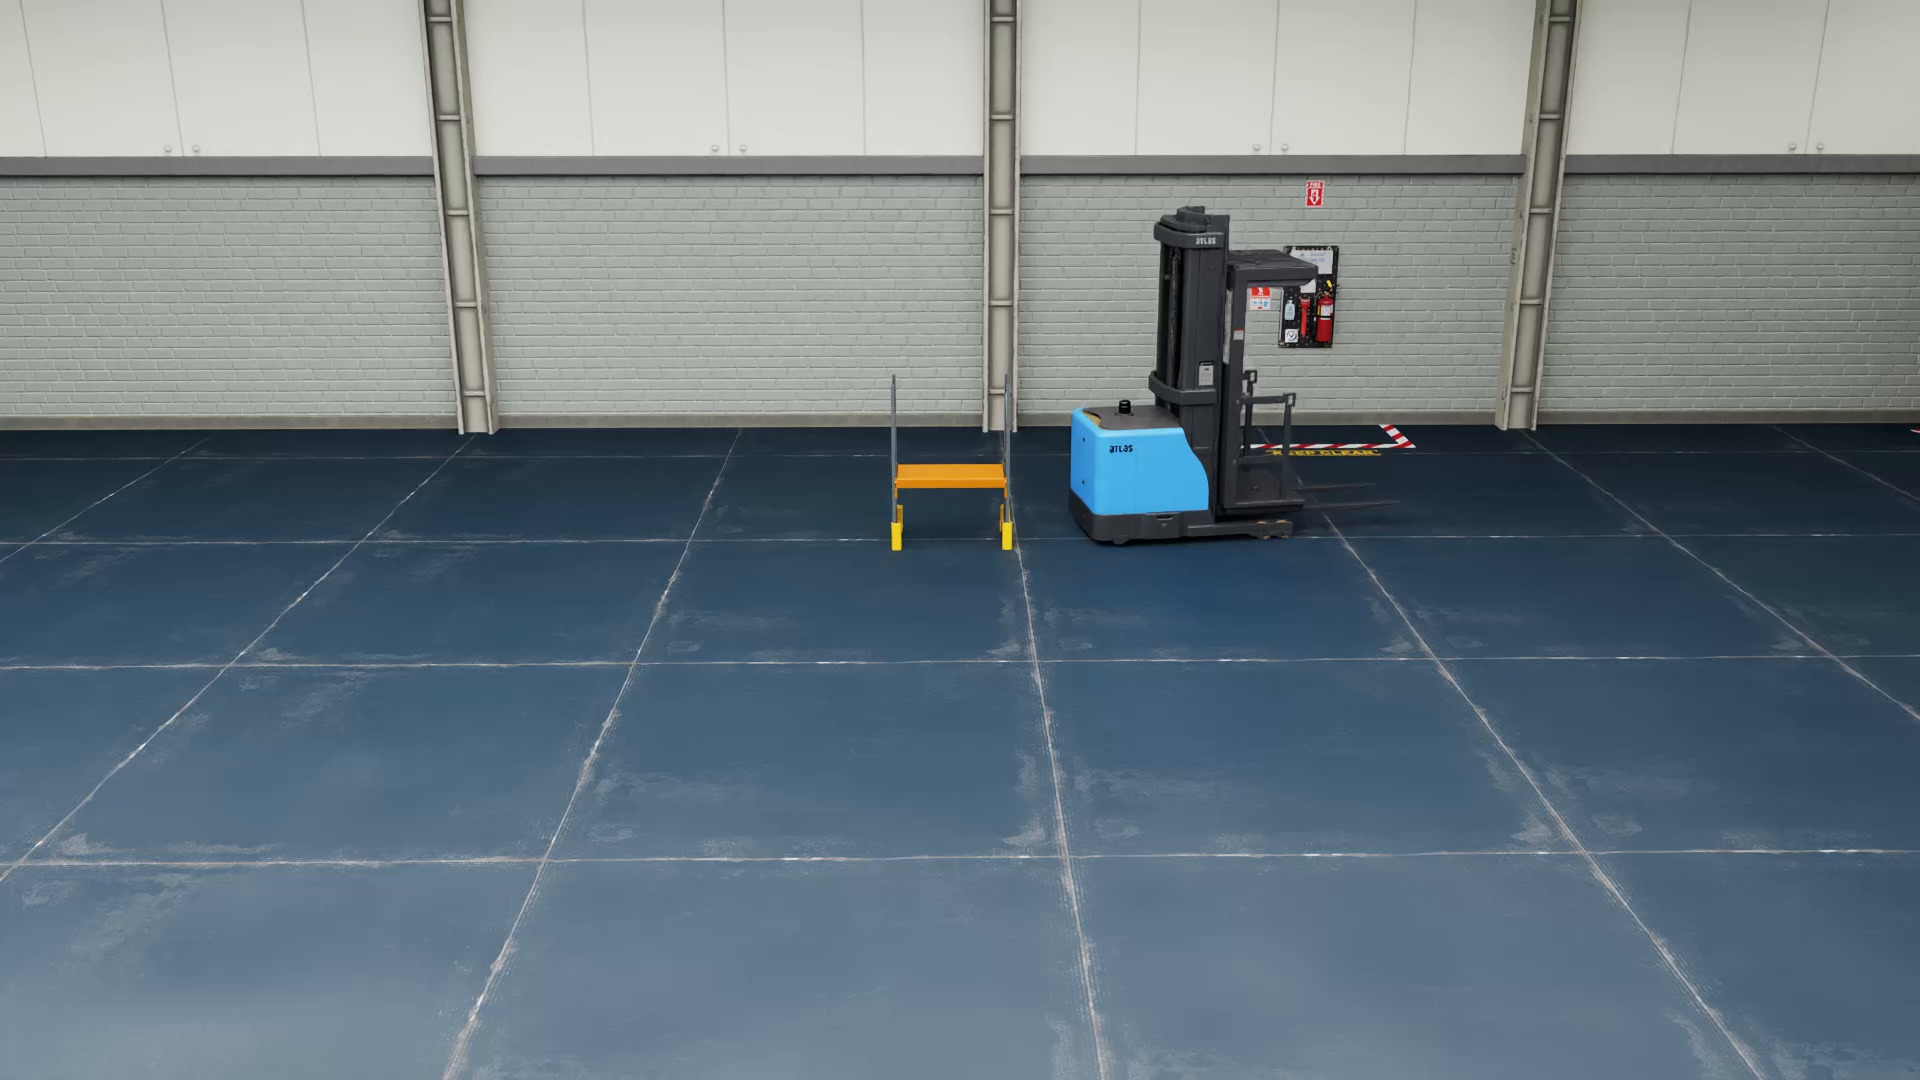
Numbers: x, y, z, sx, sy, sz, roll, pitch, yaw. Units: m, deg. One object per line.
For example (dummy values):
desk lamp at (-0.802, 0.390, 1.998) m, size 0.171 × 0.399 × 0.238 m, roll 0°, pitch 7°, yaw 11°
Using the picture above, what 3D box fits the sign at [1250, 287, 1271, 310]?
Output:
sign at (3.432, -2.791, 18.982) m, size 0.234 × 0.329 × 0.001 m, roll 0°, pitch 18°, yaw -1°

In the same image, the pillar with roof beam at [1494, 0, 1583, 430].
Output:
pillar with roof beam at (6.526, -4.288, 13.884) m, size 0.400 × 9.000 × 9.100 m, roll 0°, pitch 18°, yaw -1°

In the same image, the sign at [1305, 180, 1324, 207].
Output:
sign at (3.977, -3.880, 18.639) m, size 0.199 × 0.298 × 0.001 m, roll 0°, pitch 18°, yaw -1°

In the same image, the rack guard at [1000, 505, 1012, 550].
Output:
rack guard at (0.422, -0.121, 15.218) m, size 0.087 × 0.250 × 0.587 m, roll 0°, pitch 18°, yaw -1°

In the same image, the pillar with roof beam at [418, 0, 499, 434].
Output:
pillar with roof beam at (-5.473, -4.230, 13.703) m, size 0.400 × 9.000 × 9.100 m, roll 0°, pitch 18°, yaw -1°

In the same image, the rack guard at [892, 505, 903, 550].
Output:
rack guard at (-0.574, -0.116, 15.203) m, size 0.087 × 0.250 × 0.587 m, roll 0°, pitch 18°, yaw -1°

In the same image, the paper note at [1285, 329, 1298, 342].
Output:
paper note at (3.808, -2.346, 19.096) m, size 0.142 × 0.148 × 0.016 m, roll 0°, pitch 18°, yaw -1°

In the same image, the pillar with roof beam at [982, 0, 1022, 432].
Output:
pillar with roof beam at (0.527, -4.259, 13.793) m, size 0.400 × 9.000 × 9.100 m, roll 0°, pitch 18°, yaw -1°

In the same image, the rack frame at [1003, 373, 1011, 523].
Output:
rack frame at (0.423, -0.716, 15.027) m, size 0.032 × 1.500 × 0.500 m, roll 0°, pitch 18°, yaw -1°

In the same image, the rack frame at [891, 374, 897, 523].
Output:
rack frame at (-0.594, -0.711, 15.012) m, size 0.032 × 1.500 × 0.500 m, roll 0°, pitch 18°, yaw -1°

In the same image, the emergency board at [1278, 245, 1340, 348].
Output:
emergency board at (3.986, -2.746, 18.898) m, size 0.643 × 1.169 × 0.194 m, roll 0°, pitch 18°, yaw -1°

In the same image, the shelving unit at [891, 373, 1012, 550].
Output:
shelving unit at (-0.076, -0.714, 15.020) m, size 1.083 × 1.500 × 0.587 m, roll 0°, pitch 18°, yaw -1°

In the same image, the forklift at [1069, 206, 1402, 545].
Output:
forklift at (2.604, -1.555, 15.299) m, size 3.031 × 2.935 × 1.130 m, roll -3°, pitch 18°, yaw -10°

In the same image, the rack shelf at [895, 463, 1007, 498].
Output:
rack shelf at (-0.085, -0.542, 15.075) m, size 1.000 × 0.185 × 0.538 m, roll 0°, pitch 18°, yaw -1°
